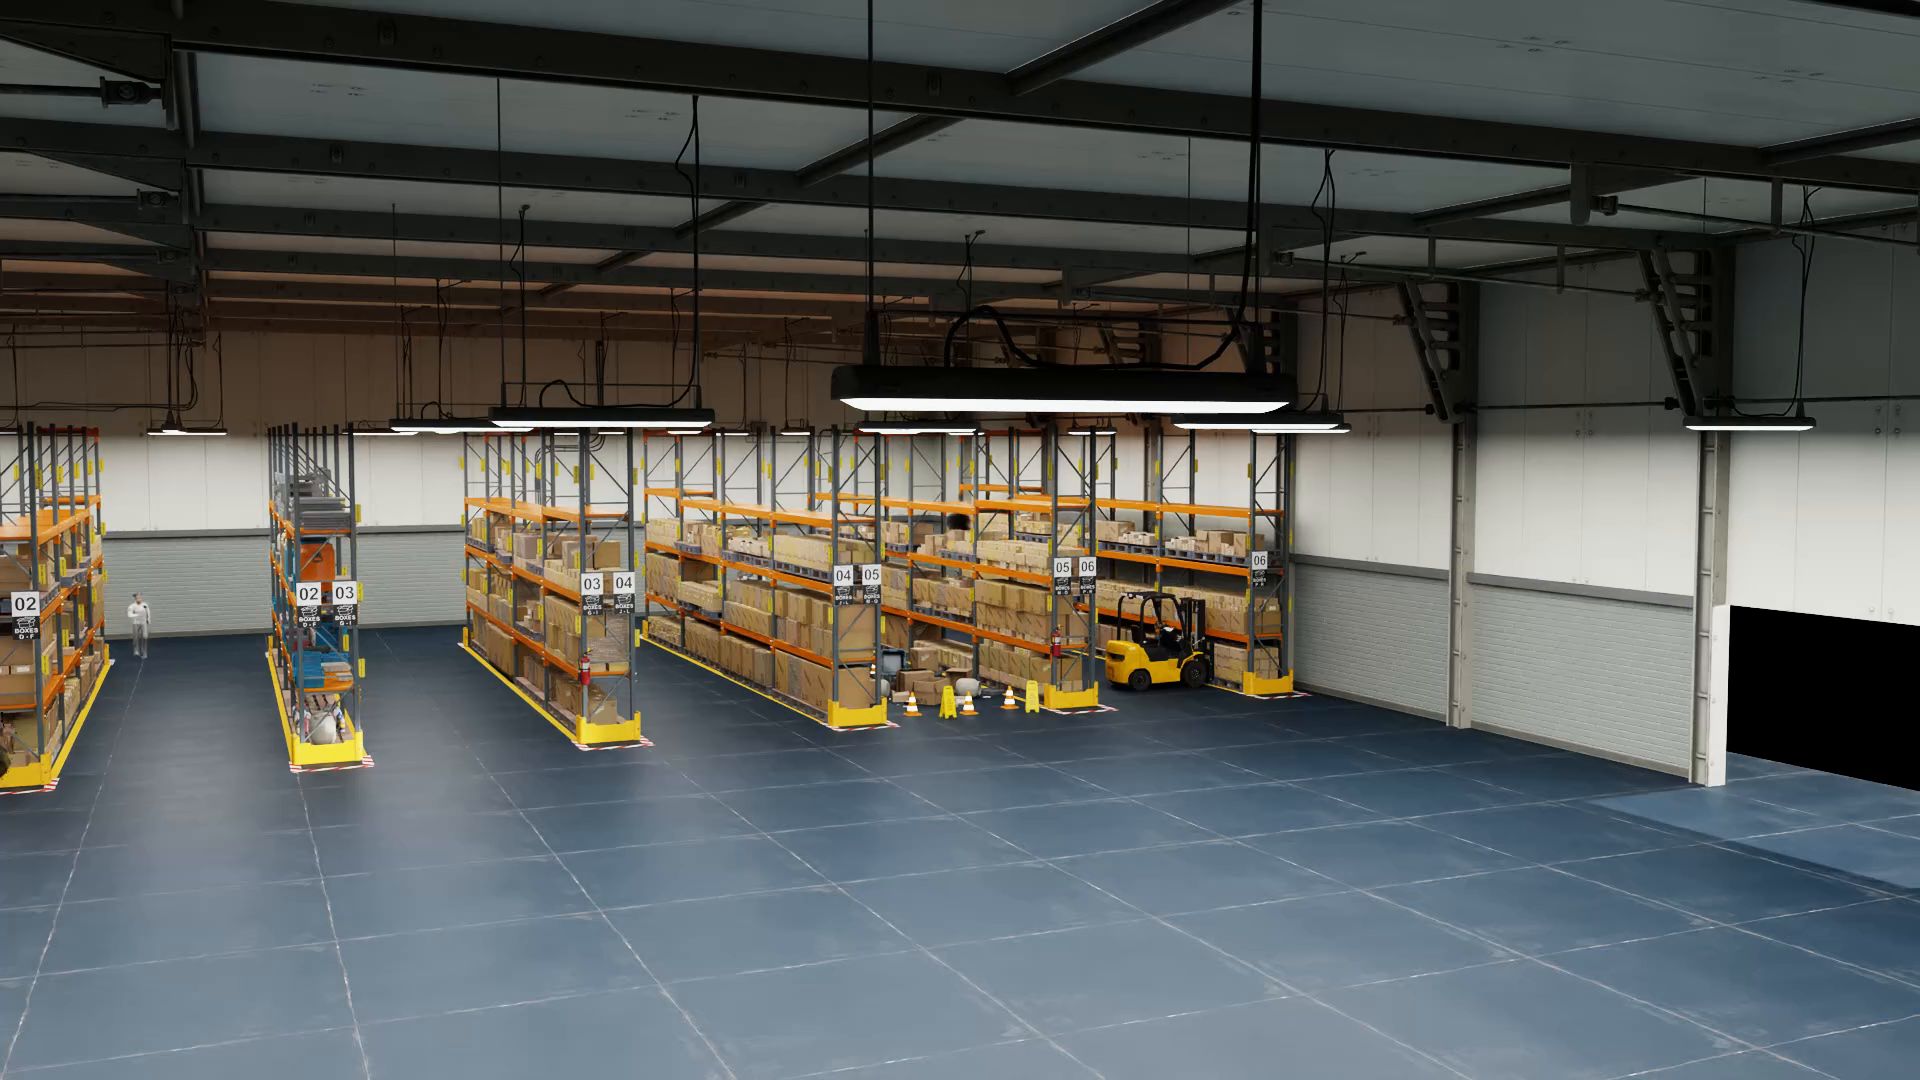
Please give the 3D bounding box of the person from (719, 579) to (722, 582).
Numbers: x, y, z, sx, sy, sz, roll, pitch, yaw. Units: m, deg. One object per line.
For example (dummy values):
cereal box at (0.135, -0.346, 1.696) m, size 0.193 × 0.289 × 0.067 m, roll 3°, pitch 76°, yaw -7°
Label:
person at (-6.837, 1.936, 48.551) m, size 0.930 × 1.642 × 0.511 m, roll 1°, pitch 4°, yaw 18°

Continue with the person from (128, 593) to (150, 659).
person at (-21.389, 2.235, 43.336) m, size 0.560 × 1.740 × 0.832 m, roll -2°, pitch 4°, yaw -35°

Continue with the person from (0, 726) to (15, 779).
person at (-15.361, 3.260, 26.320) m, size 0.808 × 1.787 × 0.674 m, roll 0°, pitch 3°, yaw -5°

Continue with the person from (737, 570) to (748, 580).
person at (-6.627, 1.781, 51.523) m, size 0.684 × 1.748 × 0.891 m, roll 1°, pitch 4°, yaw 14°
